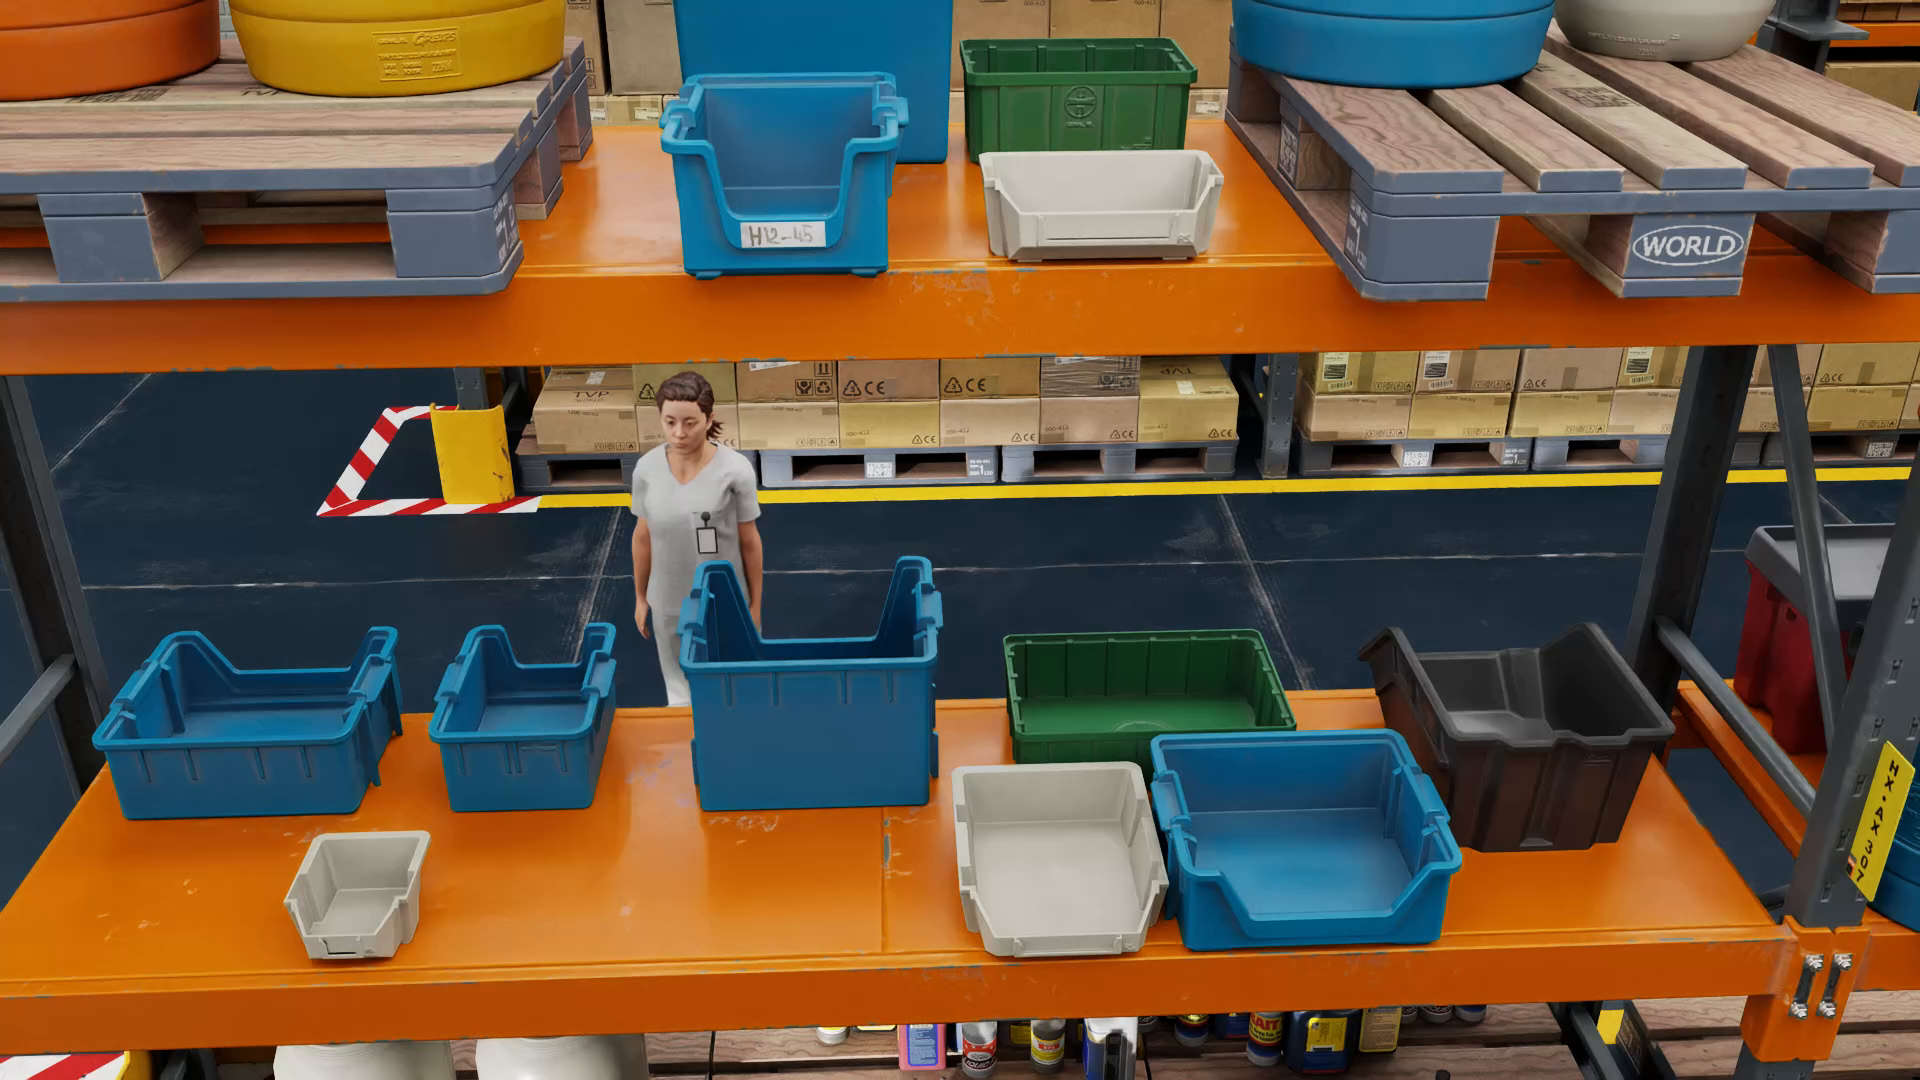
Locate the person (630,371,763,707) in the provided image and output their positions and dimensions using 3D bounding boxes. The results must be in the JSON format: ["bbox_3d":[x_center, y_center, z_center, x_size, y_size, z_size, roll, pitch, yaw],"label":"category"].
[{"bbox_3d":[-0.859,0.242,5.675,0.525,1.702,0.394,3,28,6],"label":"person"}]
